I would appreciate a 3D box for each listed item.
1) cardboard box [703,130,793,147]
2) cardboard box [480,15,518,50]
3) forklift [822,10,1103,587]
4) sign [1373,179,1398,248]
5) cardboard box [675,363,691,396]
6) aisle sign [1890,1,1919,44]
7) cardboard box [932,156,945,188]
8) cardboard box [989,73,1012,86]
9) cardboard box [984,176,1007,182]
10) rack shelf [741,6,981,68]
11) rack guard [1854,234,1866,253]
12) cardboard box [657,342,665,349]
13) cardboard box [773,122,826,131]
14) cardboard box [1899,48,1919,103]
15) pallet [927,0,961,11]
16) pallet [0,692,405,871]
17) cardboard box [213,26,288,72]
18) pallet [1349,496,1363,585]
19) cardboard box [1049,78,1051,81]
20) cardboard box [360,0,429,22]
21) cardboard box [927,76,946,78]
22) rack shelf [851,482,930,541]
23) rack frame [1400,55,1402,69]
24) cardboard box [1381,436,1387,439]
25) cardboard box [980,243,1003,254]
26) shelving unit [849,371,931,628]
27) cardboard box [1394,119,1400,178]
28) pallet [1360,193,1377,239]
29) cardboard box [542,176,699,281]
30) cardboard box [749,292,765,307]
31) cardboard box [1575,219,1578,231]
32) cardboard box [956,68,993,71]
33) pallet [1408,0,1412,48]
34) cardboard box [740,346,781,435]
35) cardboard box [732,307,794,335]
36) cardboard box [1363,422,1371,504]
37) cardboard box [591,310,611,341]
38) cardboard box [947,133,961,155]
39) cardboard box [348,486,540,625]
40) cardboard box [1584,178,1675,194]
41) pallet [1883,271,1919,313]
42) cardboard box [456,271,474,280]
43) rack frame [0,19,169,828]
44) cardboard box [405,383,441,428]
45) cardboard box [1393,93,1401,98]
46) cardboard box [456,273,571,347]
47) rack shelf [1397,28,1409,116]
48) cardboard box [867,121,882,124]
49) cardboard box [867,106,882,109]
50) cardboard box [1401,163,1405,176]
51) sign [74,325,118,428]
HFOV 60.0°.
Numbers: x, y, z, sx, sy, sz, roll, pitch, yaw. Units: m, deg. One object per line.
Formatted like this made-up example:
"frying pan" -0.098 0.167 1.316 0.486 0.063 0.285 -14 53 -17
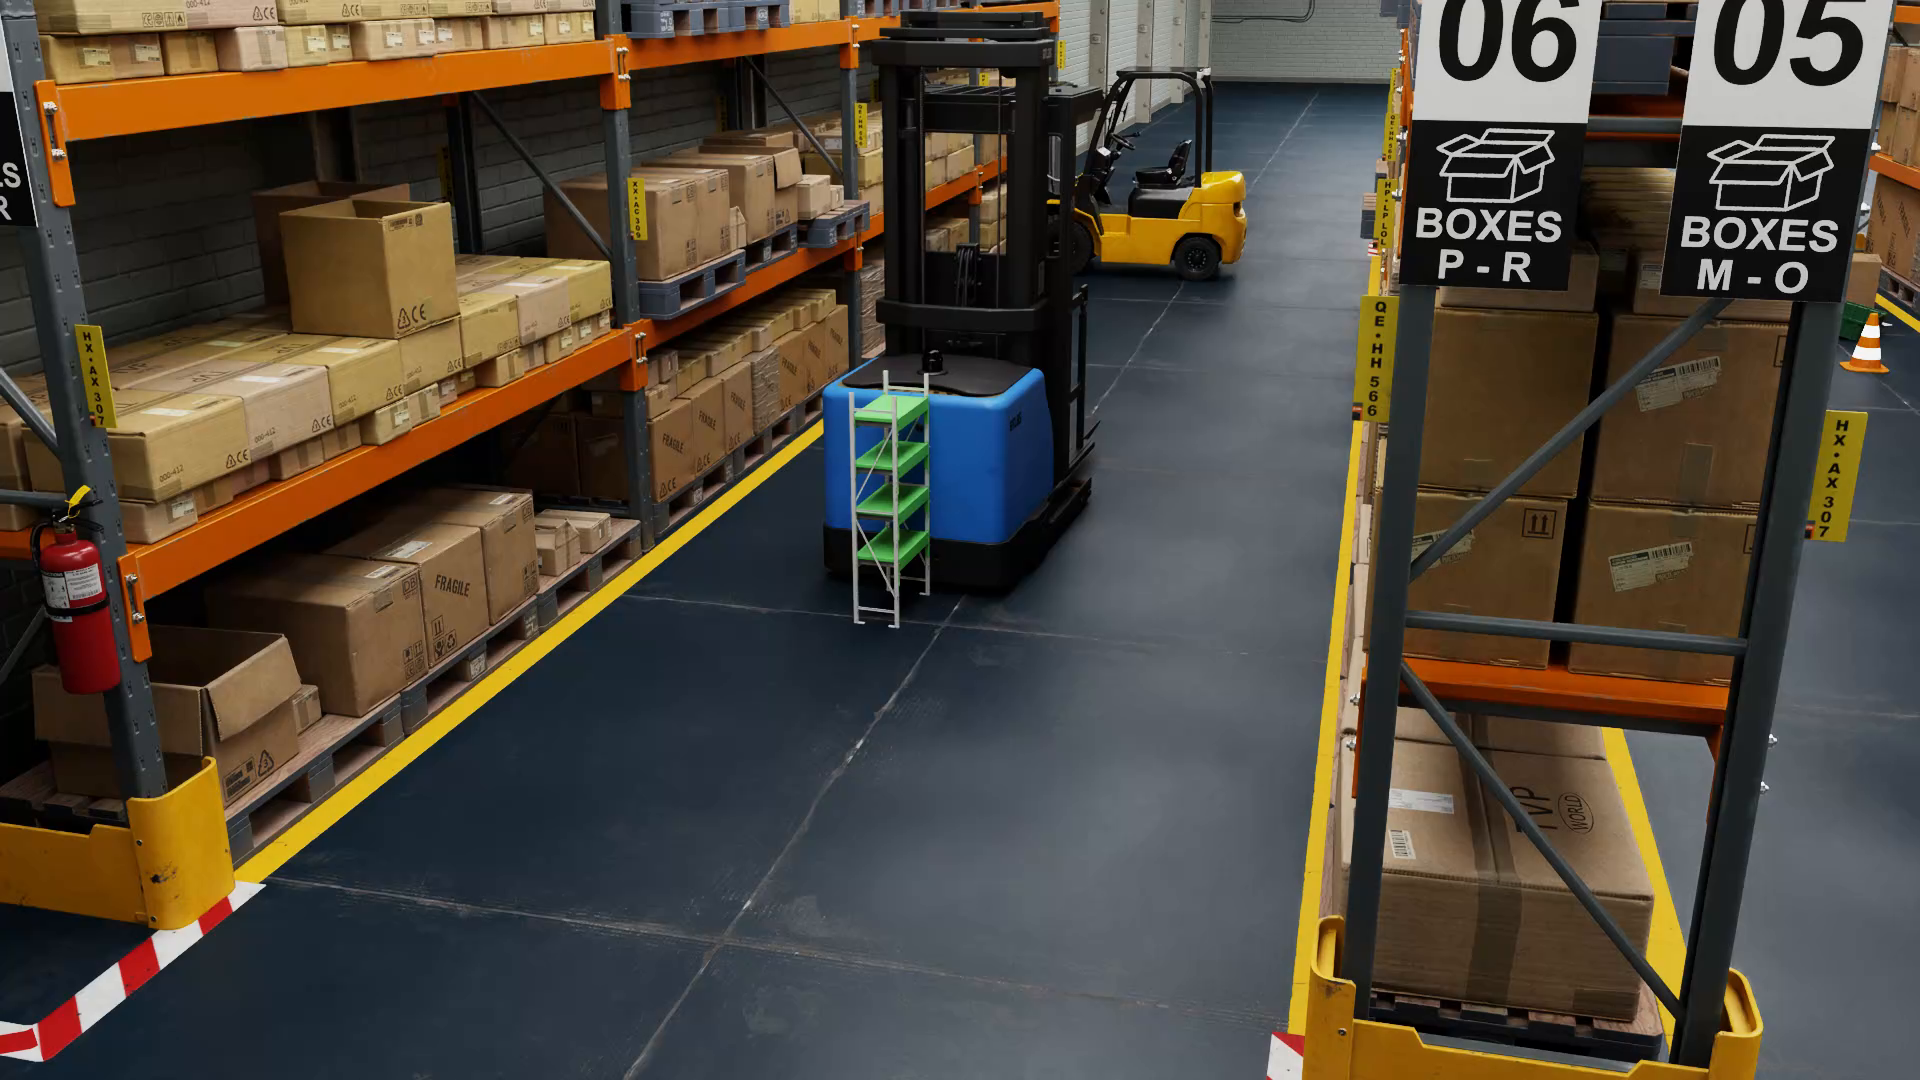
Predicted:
"cardboard box" -1.553 -2.747 12.286 0.500 0.500 0.500 6 20 16
"cardboard box" -2.256 -2.325 7.600 0.380 0.149 0.250 5 19 13
"forklift" 0.187 -1.579 9.776 1.130 2.935 3.031 6 20 16
"sign" 2.032 -1.556 7.933 0.100 0.325 0.005 5 19 13
"cardboard box" -1.863 -0.985 10.145 0.380 0.149 0.250 4 19 11
"aisle sign" 10.044 -5.684 17.665 0.394 0.787 0.004 5 19 13
"cardboard box" -0.437 -3.343 15.067 0.500 0.250 0.500 5 19 14
"cardboard box" 0.348 -4.965 17.965 0.380 0.149 0.250 5 19 14
"cardboard box" 0.505 -3.882 18.469 0.500 0.250 0.500 4 19 12
"rack shelf" -0.787 -4.356 14.273 1.077 0.370 4.000 5 19 13
"rack guard" 10.323 -3.232 18.377 1.175 0.500 0.348 5 19 13
"cardboard box" -2.168 -1.267 10.969 0.380 0.149 0.250 5 19 14
"cardboard box" -1.322 -3.372 13.761 0.380 0.149 0.250 4 19 12
"cardboard box" 10.144 -4.697 16.895 0.875 0.550 0.550 5 19 13
"pallet" -0.502 -4.955 15.210 0.805 0.209 1.217 4 19 11
"pallet" -3.018 0.903 6.717 1.003 0.211 1.213 5 19 13
"cardboard box" -2.649 -1.758 5.942 0.380 0.149 0.250 5 20 15
"pallet" 2.676 0.066 9.168 1.003 0.211 1.213 5 19 13
"cardboard box" 0.866 -5.381 19.643 0.380 0.149 0.250 5 19 14
"cardboard box" -2.512 -2.234 6.718 0.500 0.250 0.500 4 19 13
"cardboard box" -0.360 -4.766 17.381 0.380 0.149 0.250 4 19 12
"rack shelf" -0.348 -0.151 8.470 0.258 0.148 0.480 6 20 16
"rack frame" 5.493 -4.767 19.003 1.000 3.000 0.127 5 19 13
"cardboard box" 1.582 -0.127 5.265 0.500 0.500 0.500 4 19 12
"cardboard box" 0.141 -2.927 17.221 0.500 0.250 0.500 5 19 14
"shelving unit" -0.348 -0.211 8.449 0.258 1.200 0.503 6 20 16
"cardboard box" 2.927 -2.327 10.159 0.500 0.500 0.500 5 20 15
"pallet" 3.609 -2.400 12.371 1.213 0.211 1.003 5 19 13
"cardboard box" -1.918 -1.777 9.444 0.700 0.500 0.500 5 20 15
"cardboard box" -1.706 -1.834 12.631 0.380 0.149 0.250 6 20 16
"cardboard box" 2.336 -0.881 5.925 0.500 0.500 0.500 5 19 14
"cardboard box" 0.167 -5.325 19.018 0.380 0.149 0.250 5 19 14
"pallet" 2.351 -2.128 6.772 1.003 0.211 1.213 5 19 13
"cardboard box" -1.537 -1.032 11.286 0.500 0.500 0.500 4 19 11
"cardboard box" -1.403 -1.552 11.805 0.380 0.149 0.250 5 20 15
"cardboard box" 2.848 -0.683 9.685 0.875 0.875 0.875 5 20 15
"cardboard box" -2.086 -1.158 8.825 0.380 0.149 0.250 5 19 14
"cardboard box" -0.289 -3.734 15.437 0.500 0.250 0.500 4 19 12
"cardboard box" -2.489 0.067 8.068 0.700 0.500 0.500 4 19 11
"cardboard box" 2.359 -1.152 5.713 0.380 0.149 0.250 4 19 12
"pallet" 9.898 -2.450 16.534 1.003 0.211 1.213 5 19 13
"cardboard box" -2.752 -1.175 8.258 0.500 0.250 0.500 4 19 13
"rack frame" -3.231 -0.143 5.465 1.000 3.000 0.127 5 19 13
"cardboard box" -2.477 -0.589 7.161 0.380 0.149 0.250 5 20 15
"cardboard box" 3.867 -3.465 13.926 0.500 0.500 0.500 5 19 13
"cardboard box" -2.249 -1.129 8.125 0.500 0.250 0.500 5 19 14
"rack shelf" 3.050 -2.712 9.458 1.077 0.370 4.000 5 19 13
"cardboard box" -0.727 -3.412 13.877 0.380 0.149 0.250 5 19 14
"cardboard box" -0.813 -3.925 15.380 0.380 0.149 0.250 4 19 13
"cardboard box" 2.210 -1.396 7.433 0.500 0.500 0.500 5 19 14
"sign" -2.704 -0.510 5.200 0.100 0.325 0.005 5 19 13
